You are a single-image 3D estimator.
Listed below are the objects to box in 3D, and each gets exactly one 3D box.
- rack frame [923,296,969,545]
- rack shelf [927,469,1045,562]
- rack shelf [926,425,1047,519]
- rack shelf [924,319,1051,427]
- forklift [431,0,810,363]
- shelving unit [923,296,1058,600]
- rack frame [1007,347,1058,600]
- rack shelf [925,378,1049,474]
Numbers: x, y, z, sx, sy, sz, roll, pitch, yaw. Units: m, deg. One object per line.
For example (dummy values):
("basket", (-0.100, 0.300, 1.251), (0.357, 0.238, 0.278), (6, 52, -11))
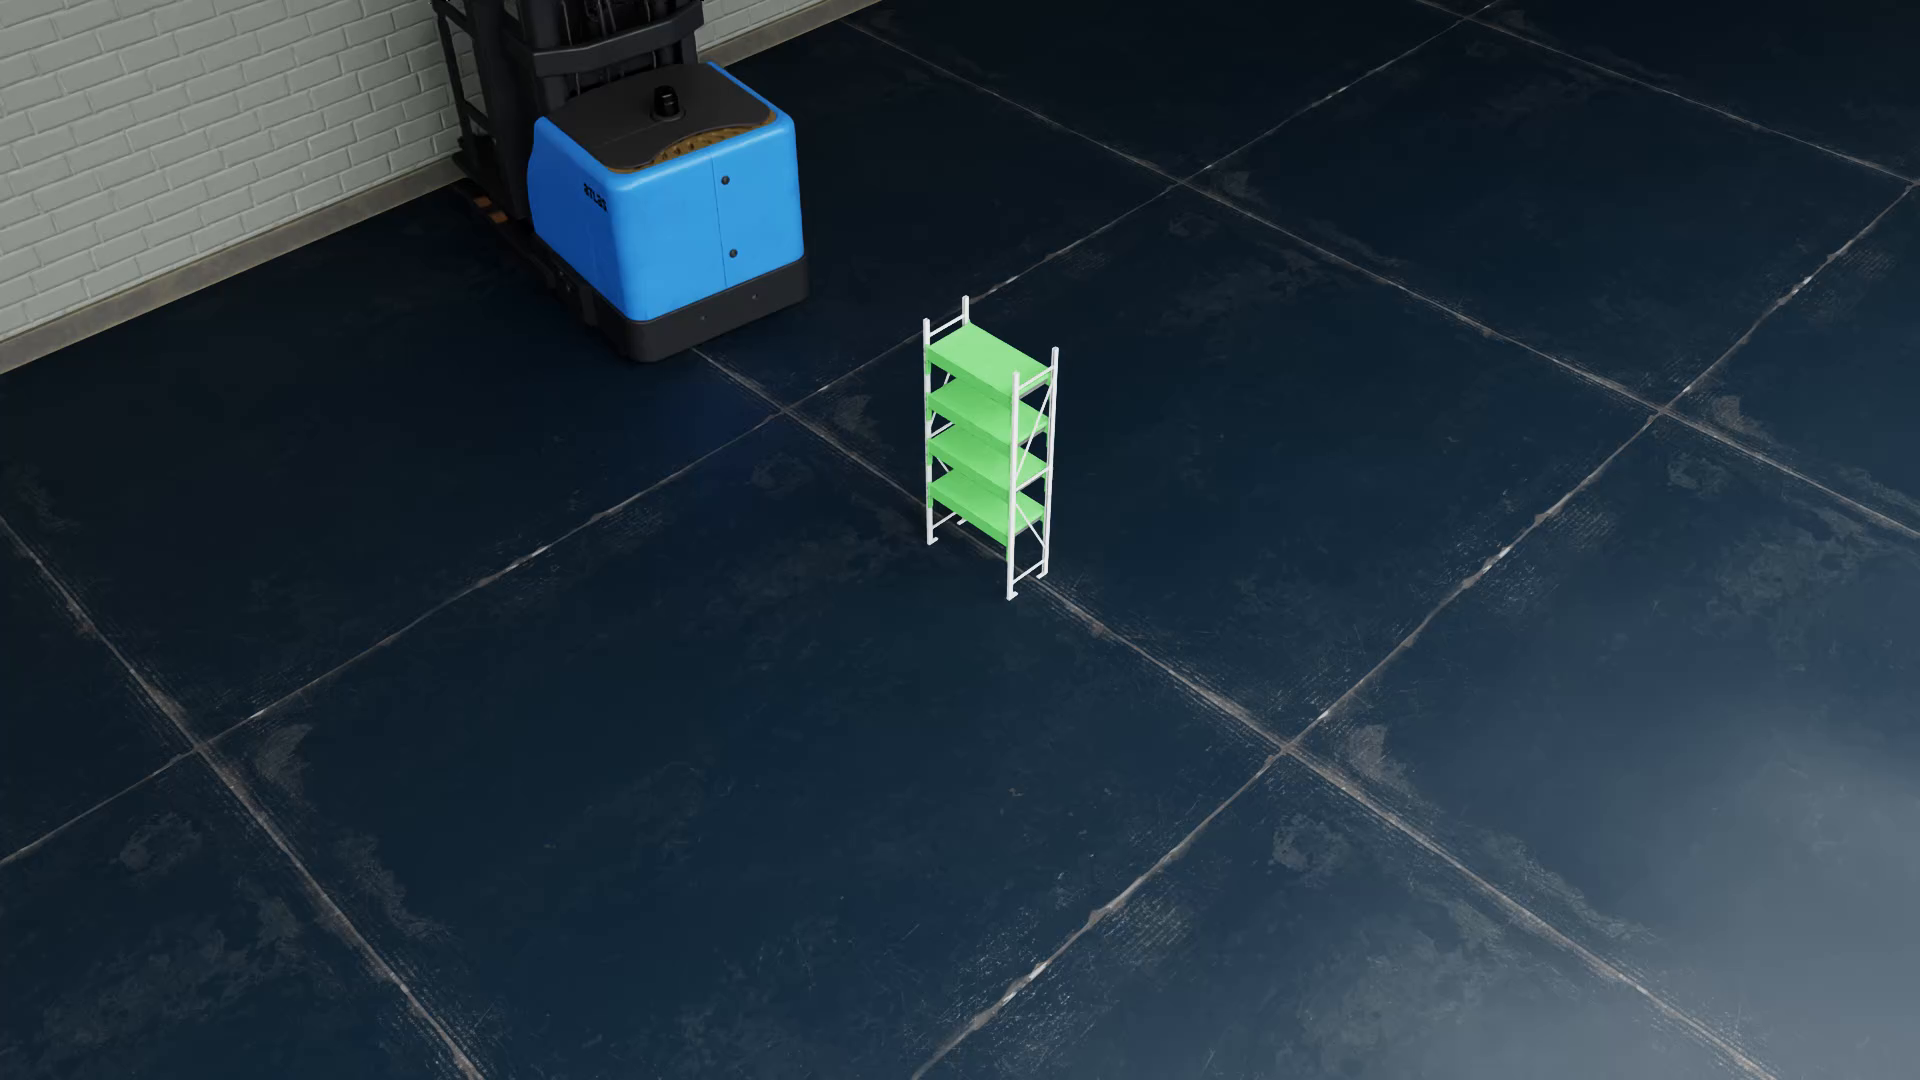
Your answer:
("rack frame", (-0.055, -0.478, 7.001), (0.240, 1.200, 0.015), (-34, 53, -31))
("rack shelf", (0.117, -0.138, 7.080), (0.258, 0.148, 0.480), (-34, 53, -31))
("rack shelf", (0.117, -0.314, 6.917), (0.258, 0.148, 0.480), (-34, 53, -31))
("rack shelf", (0.117, -0.667, 6.592), (0.258, 0.148, 0.480), (-34, 53, -31))
("forklift", (-2.080, -2.900, 8.346), (1.130, 2.935, 3.031), (-28, 49, -27))
("shelving unit", (0.117, -0.361, 6.874), (0.258, 1.200, 0.503), (-34, 53, -31))
("rack frame", (0.289, -0.244, 6.747), (0.240, 1.200, 0.015), (-34, 53, -31))
("rack shelf", (0.117, -0.490, 6.755), (0.258, 0.148, 0.480), (-34, 53, -31))
